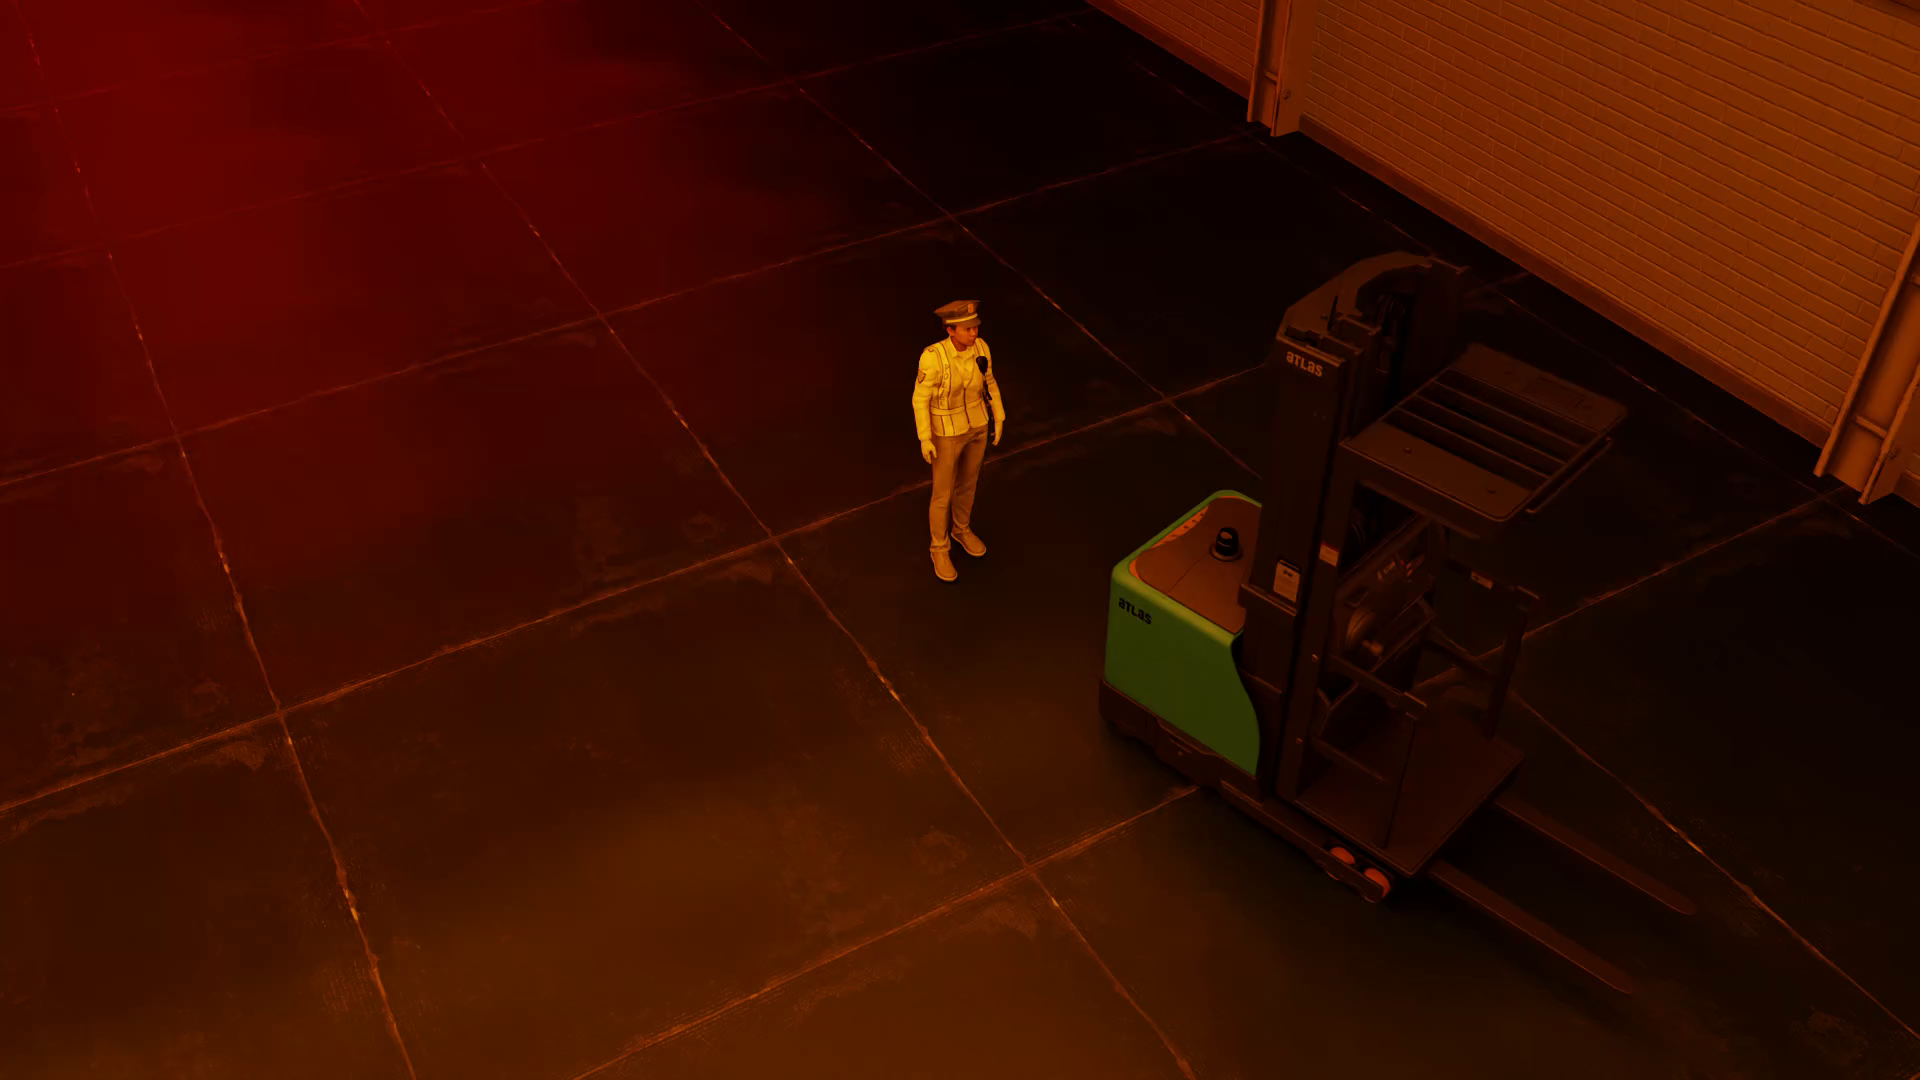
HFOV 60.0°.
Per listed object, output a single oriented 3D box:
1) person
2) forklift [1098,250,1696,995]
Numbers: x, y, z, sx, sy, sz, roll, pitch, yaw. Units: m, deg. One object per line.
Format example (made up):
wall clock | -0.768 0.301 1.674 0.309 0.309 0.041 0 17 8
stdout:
person | 0.028 -0.618 9.738 0.586 1.694 0.531 -20 44 -23
forklift | 2.170 0.273 7.707 3.031 2.935 1.130 32 49 32
